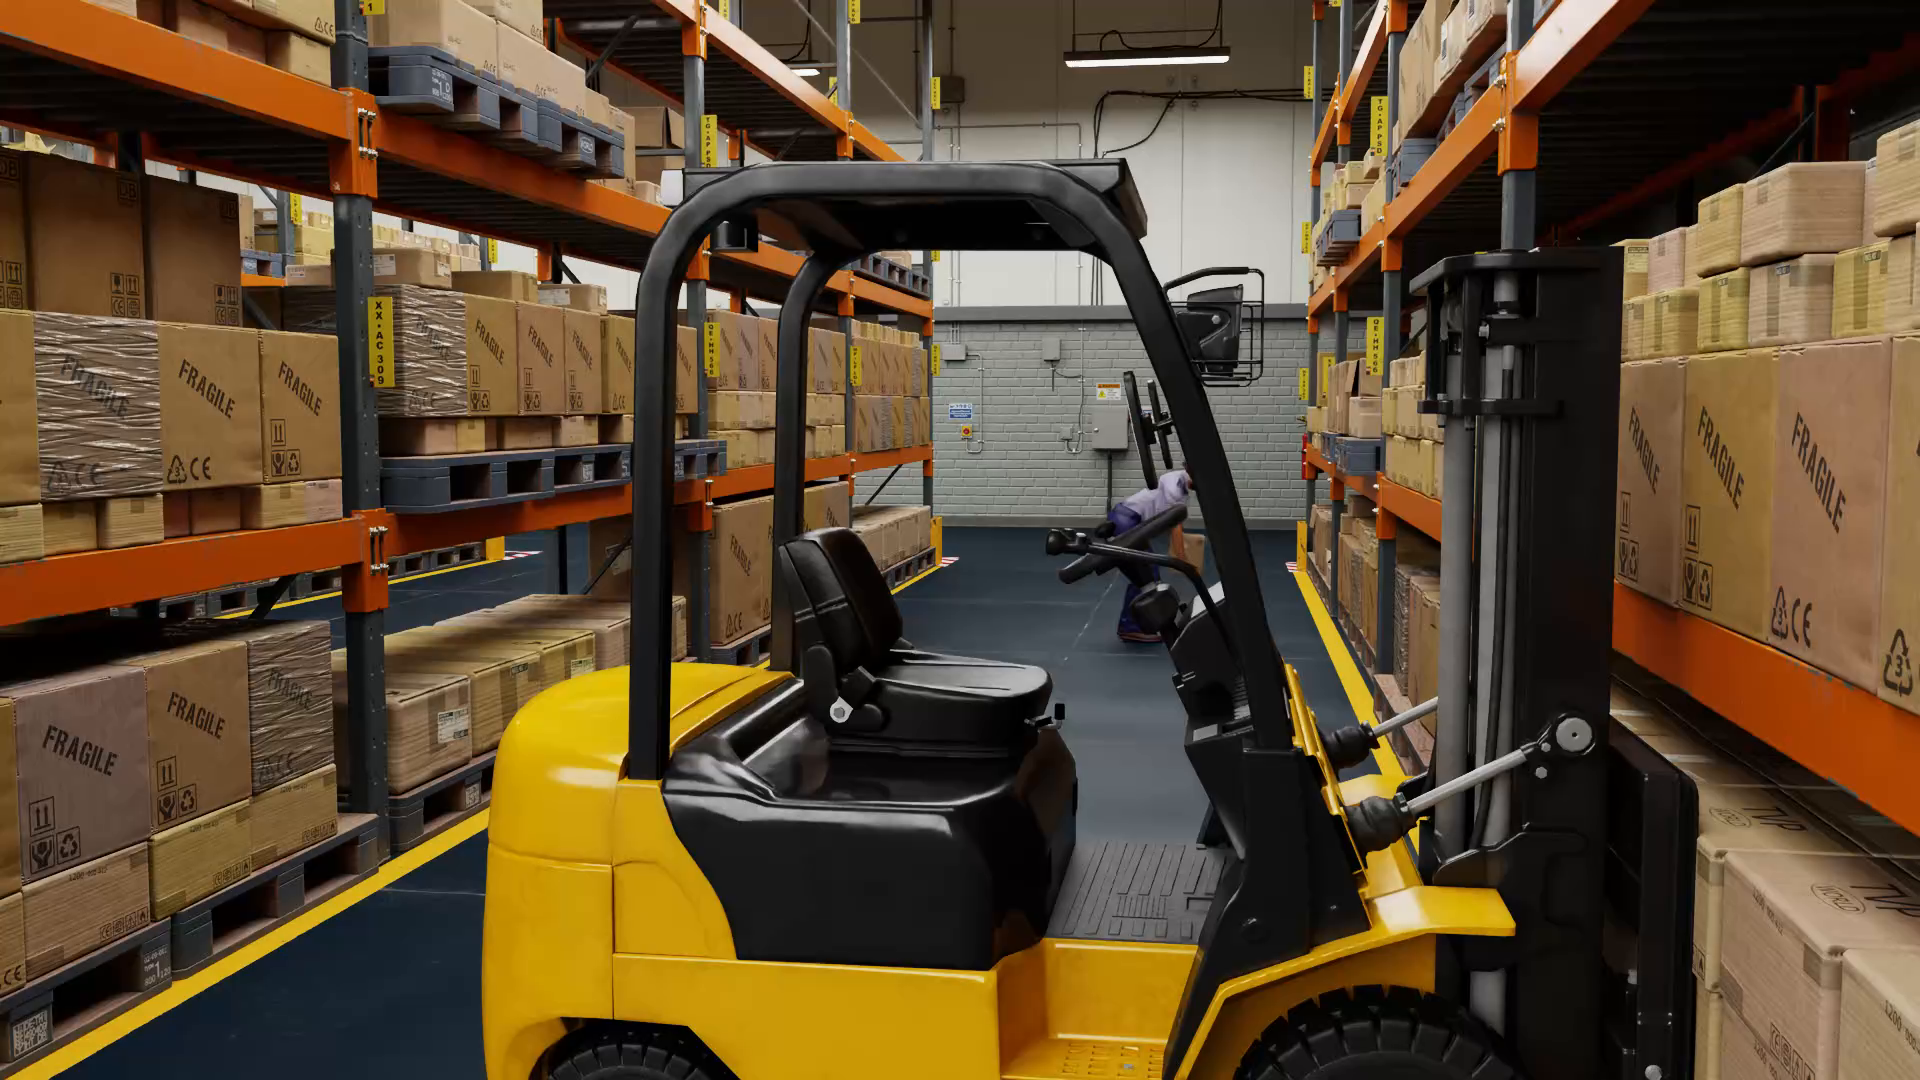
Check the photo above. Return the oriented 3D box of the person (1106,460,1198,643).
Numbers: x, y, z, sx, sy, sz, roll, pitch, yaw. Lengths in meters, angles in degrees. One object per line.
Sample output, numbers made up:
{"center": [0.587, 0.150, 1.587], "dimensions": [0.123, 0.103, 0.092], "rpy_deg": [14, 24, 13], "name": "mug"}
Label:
{"center": [1.444, 0.062, 12.120], "dimensions": [0.794, 1.353, 0.455], "rpy_deg": [1, 5, 7], "name": "person"}
